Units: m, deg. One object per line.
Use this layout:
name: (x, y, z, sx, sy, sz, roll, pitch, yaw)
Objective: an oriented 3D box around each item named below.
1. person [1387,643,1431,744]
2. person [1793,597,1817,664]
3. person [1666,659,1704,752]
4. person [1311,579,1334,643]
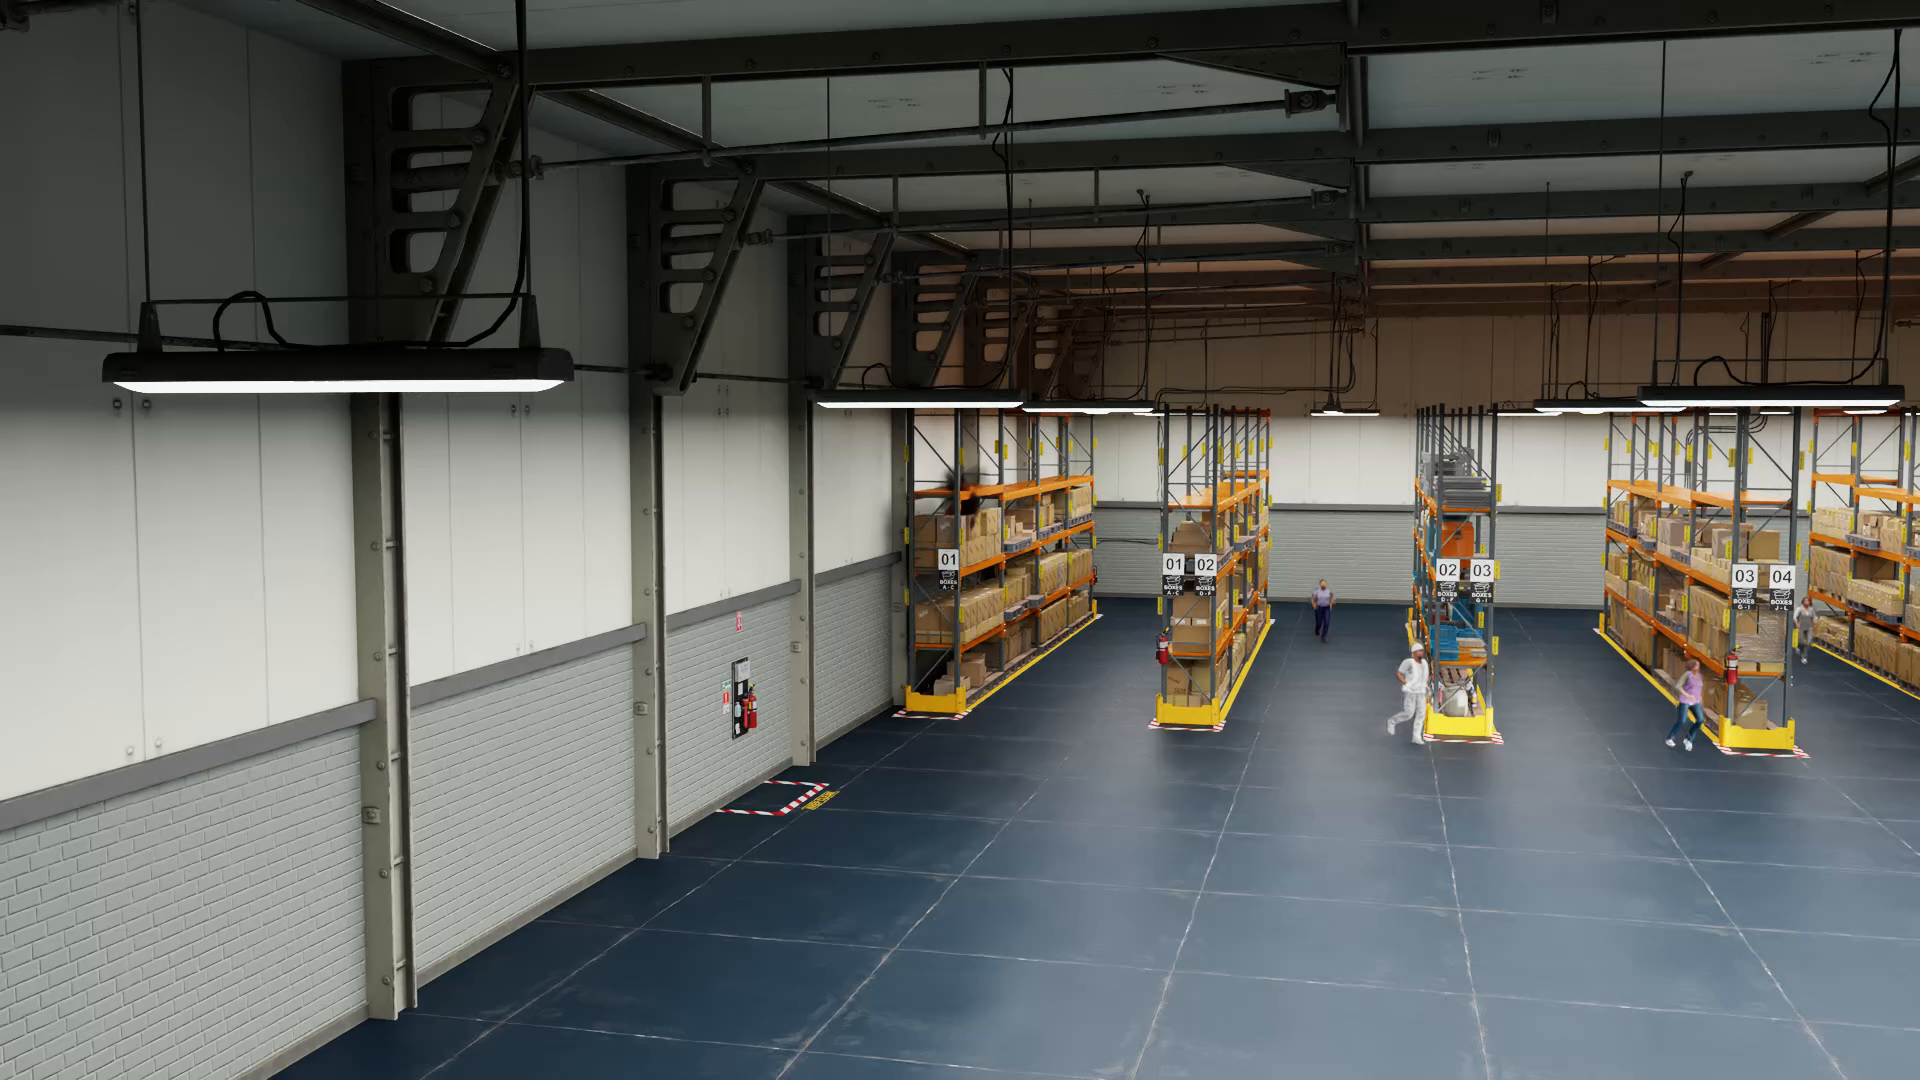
person: (8.088, 2.706, 29.519, 0.743, 1.733, 0.872, -2, 5, -29)
person: (19.880, 2.112, 39.147, 0.545, 1.571, 0.587, 1, 4, 12)
person: (12.653, 2.845, 28.817, 0.602, 1.586, 0.613, -1, 4, -14)
person: (9.332, 1.823, 42.785, 0.612, 1.605, 0.666, 0, 4, 3)
